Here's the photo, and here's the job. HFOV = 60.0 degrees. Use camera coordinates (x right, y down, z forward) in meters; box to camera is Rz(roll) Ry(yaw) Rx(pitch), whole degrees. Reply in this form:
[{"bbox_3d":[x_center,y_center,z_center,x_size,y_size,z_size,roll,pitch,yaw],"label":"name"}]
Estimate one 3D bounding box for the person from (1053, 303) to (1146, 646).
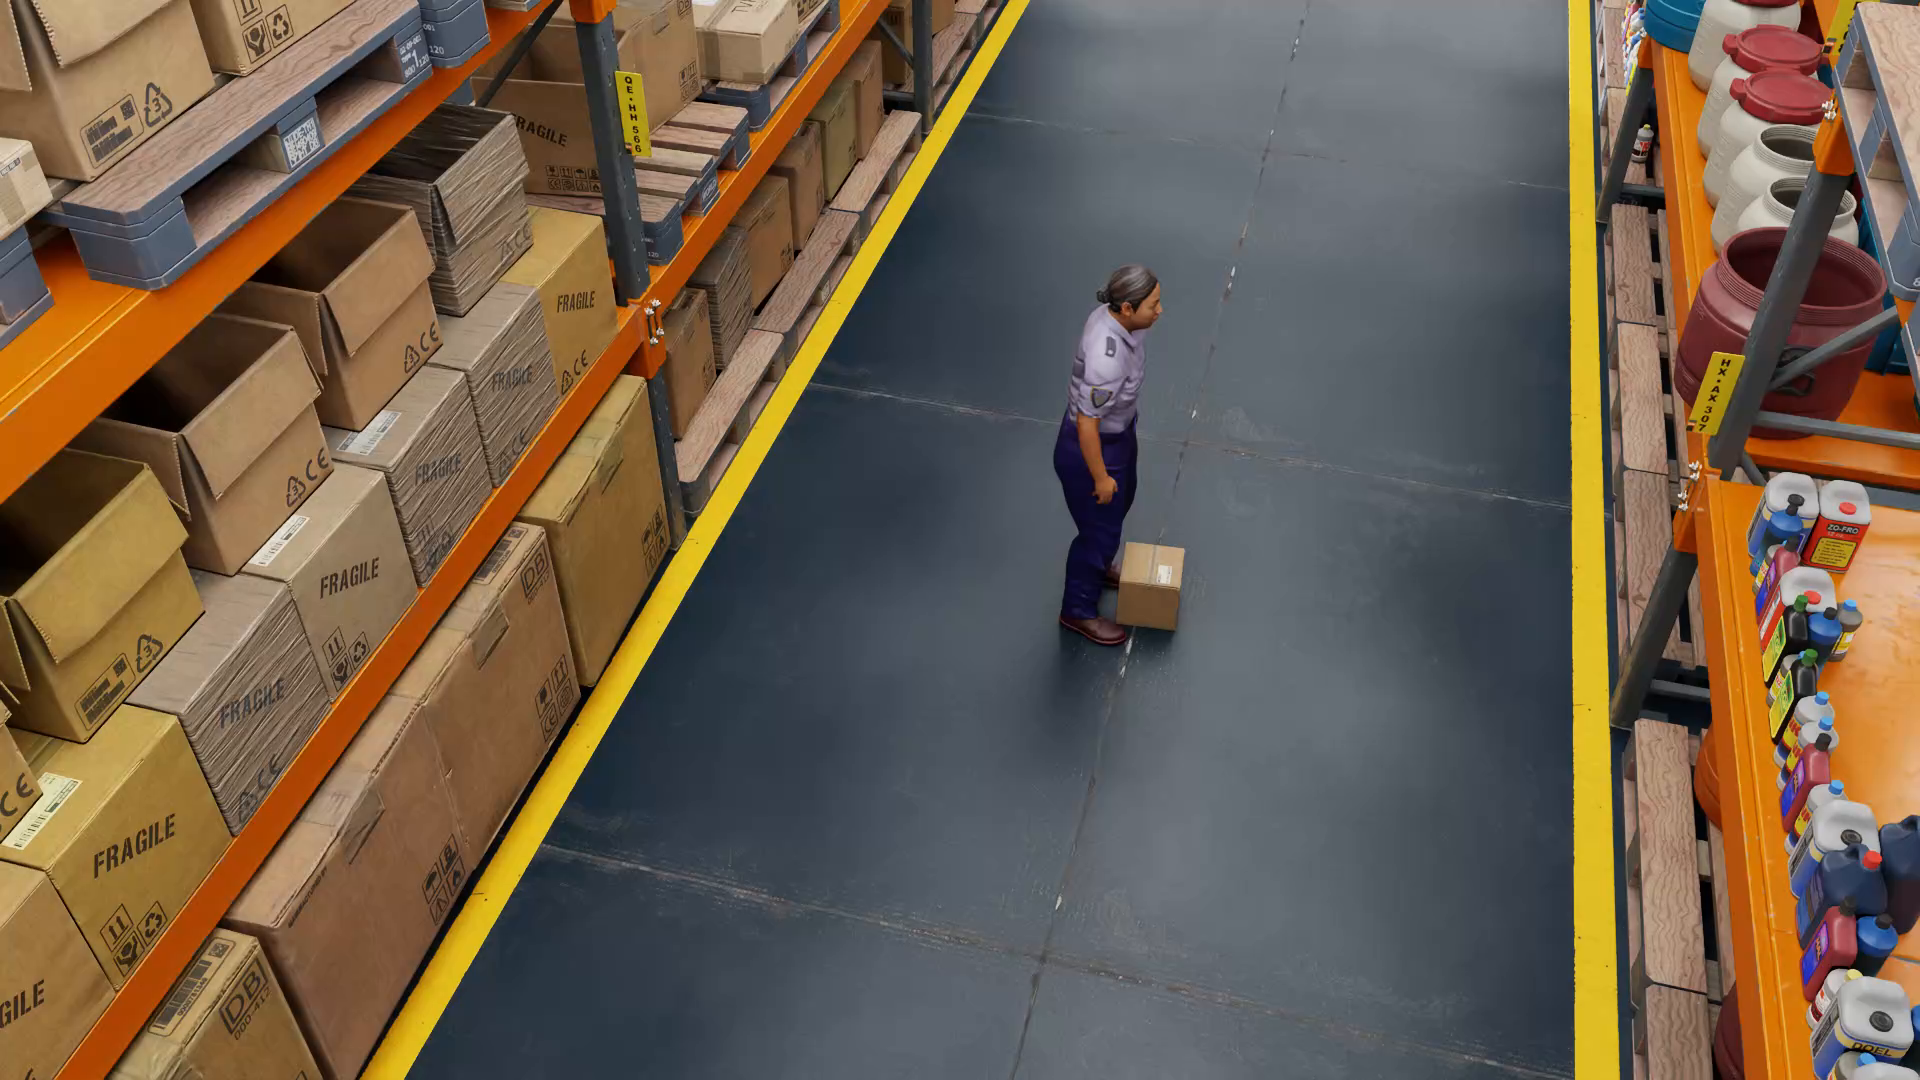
[{"bbox_3d":[0.570,-0.299,6.637,0.369,1.477,0.530,10,42,11],"label":"person"}]
